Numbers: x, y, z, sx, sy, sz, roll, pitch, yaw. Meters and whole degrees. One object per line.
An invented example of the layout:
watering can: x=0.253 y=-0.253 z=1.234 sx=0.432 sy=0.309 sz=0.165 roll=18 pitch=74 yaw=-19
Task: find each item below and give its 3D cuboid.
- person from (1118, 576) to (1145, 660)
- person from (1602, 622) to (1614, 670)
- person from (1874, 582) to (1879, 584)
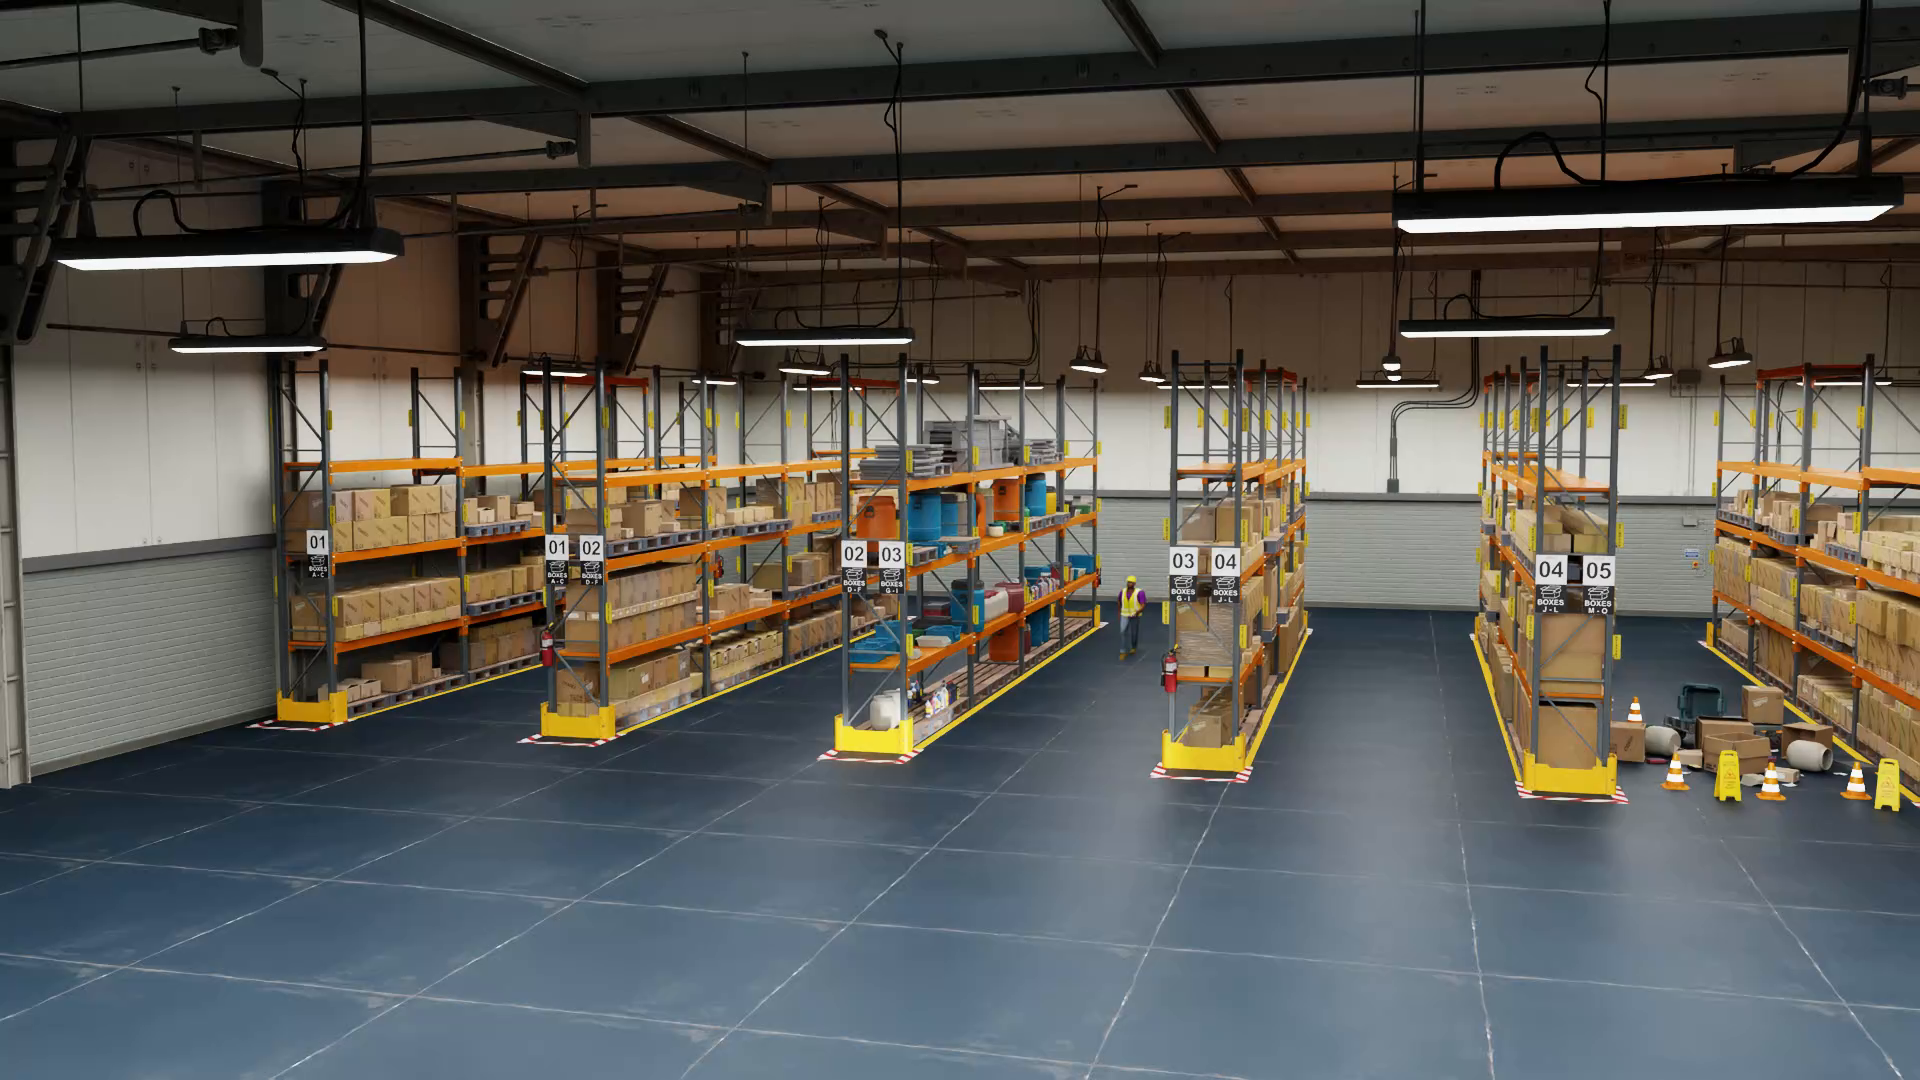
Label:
person: x=3.608 y=1.623 z=35.156 sx=0.639 sy=1.749 sz=0.994 roll=1 pitch=4 yaw=15
person: x=12.974 y=1.763 z=33.542 sx=0.425 sy=1.674 sz=0.510 roll=3 pitch=5 yaw=32
person: x=18.642 y=1.686 z=33.861 sx=0.460 sy=1.783 sz=0.633 roll=2 pitch=5 yaw=31
